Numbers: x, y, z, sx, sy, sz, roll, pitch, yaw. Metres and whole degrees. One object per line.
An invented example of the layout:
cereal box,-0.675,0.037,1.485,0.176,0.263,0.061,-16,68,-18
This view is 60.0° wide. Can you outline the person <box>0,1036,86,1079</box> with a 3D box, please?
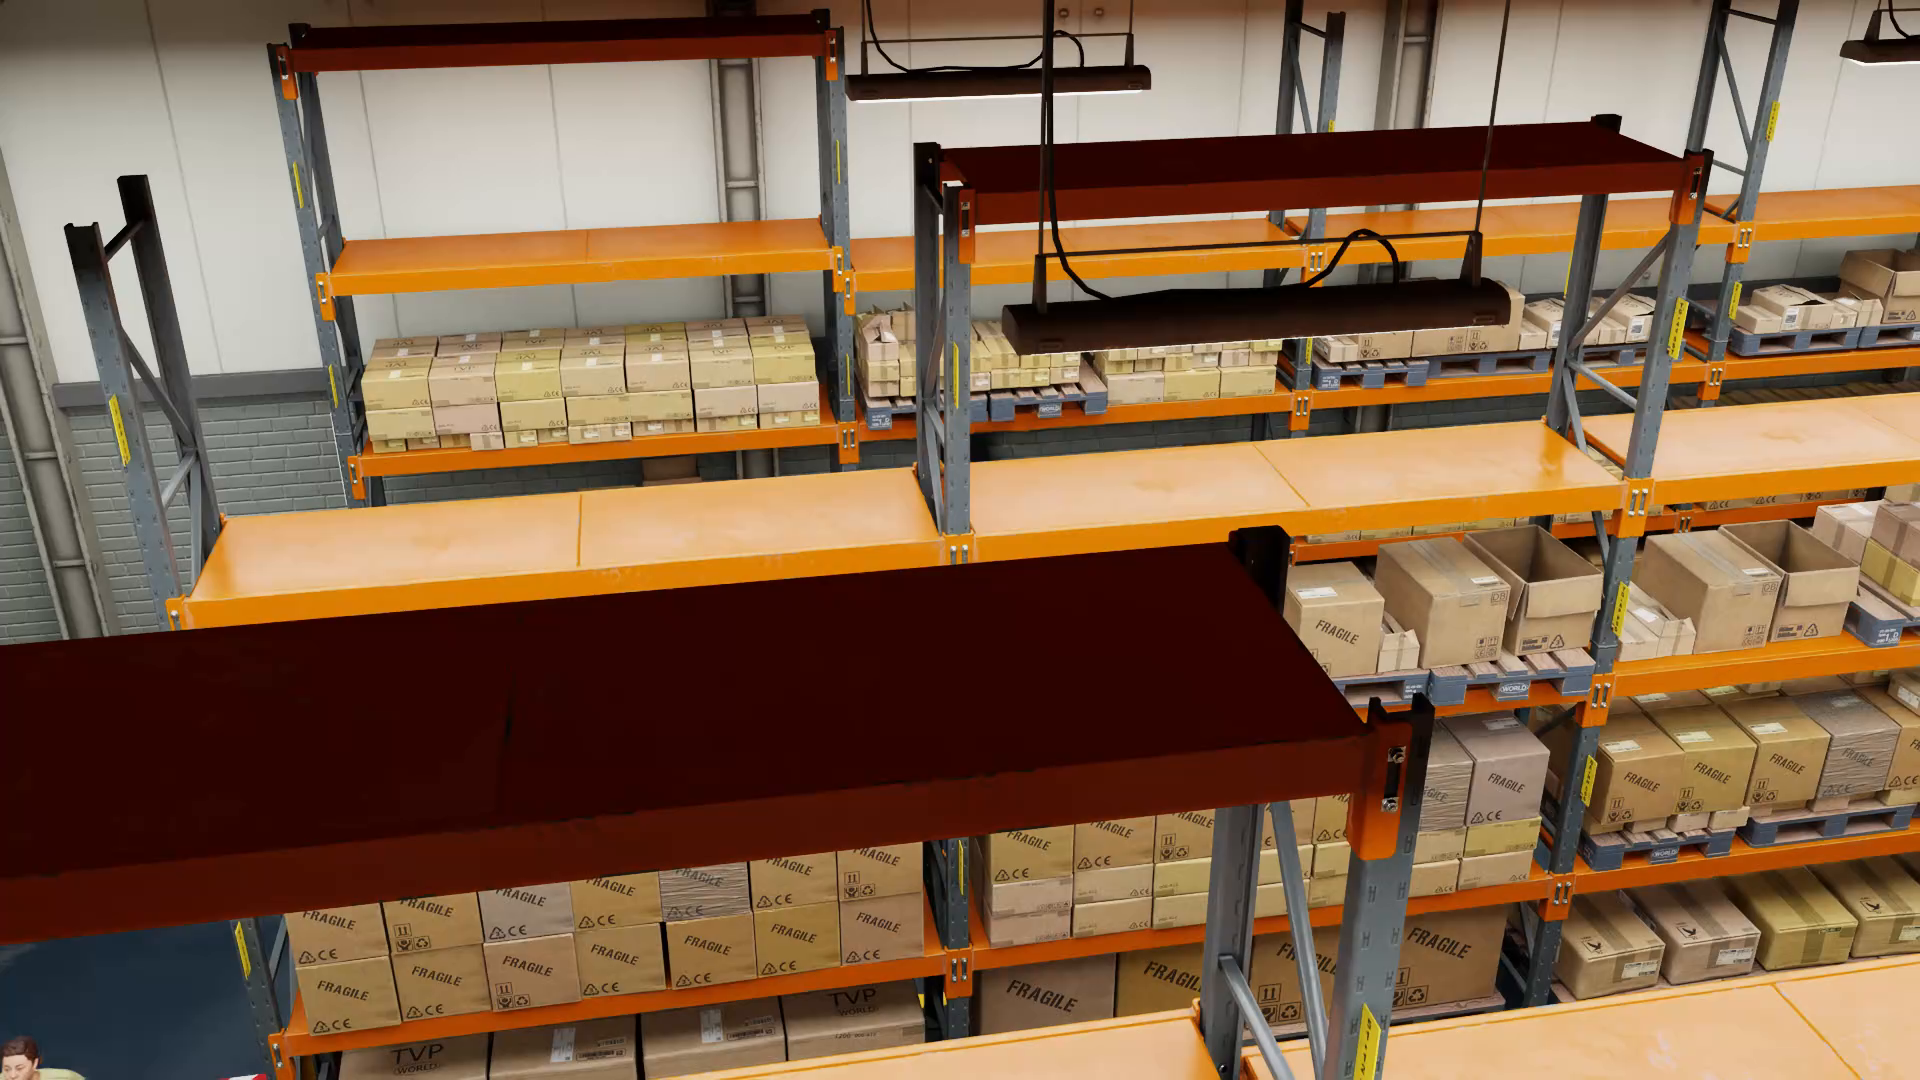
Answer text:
person,-5.147,3.444,9.335,0.601,1.622,0.576,-3,26,-6
